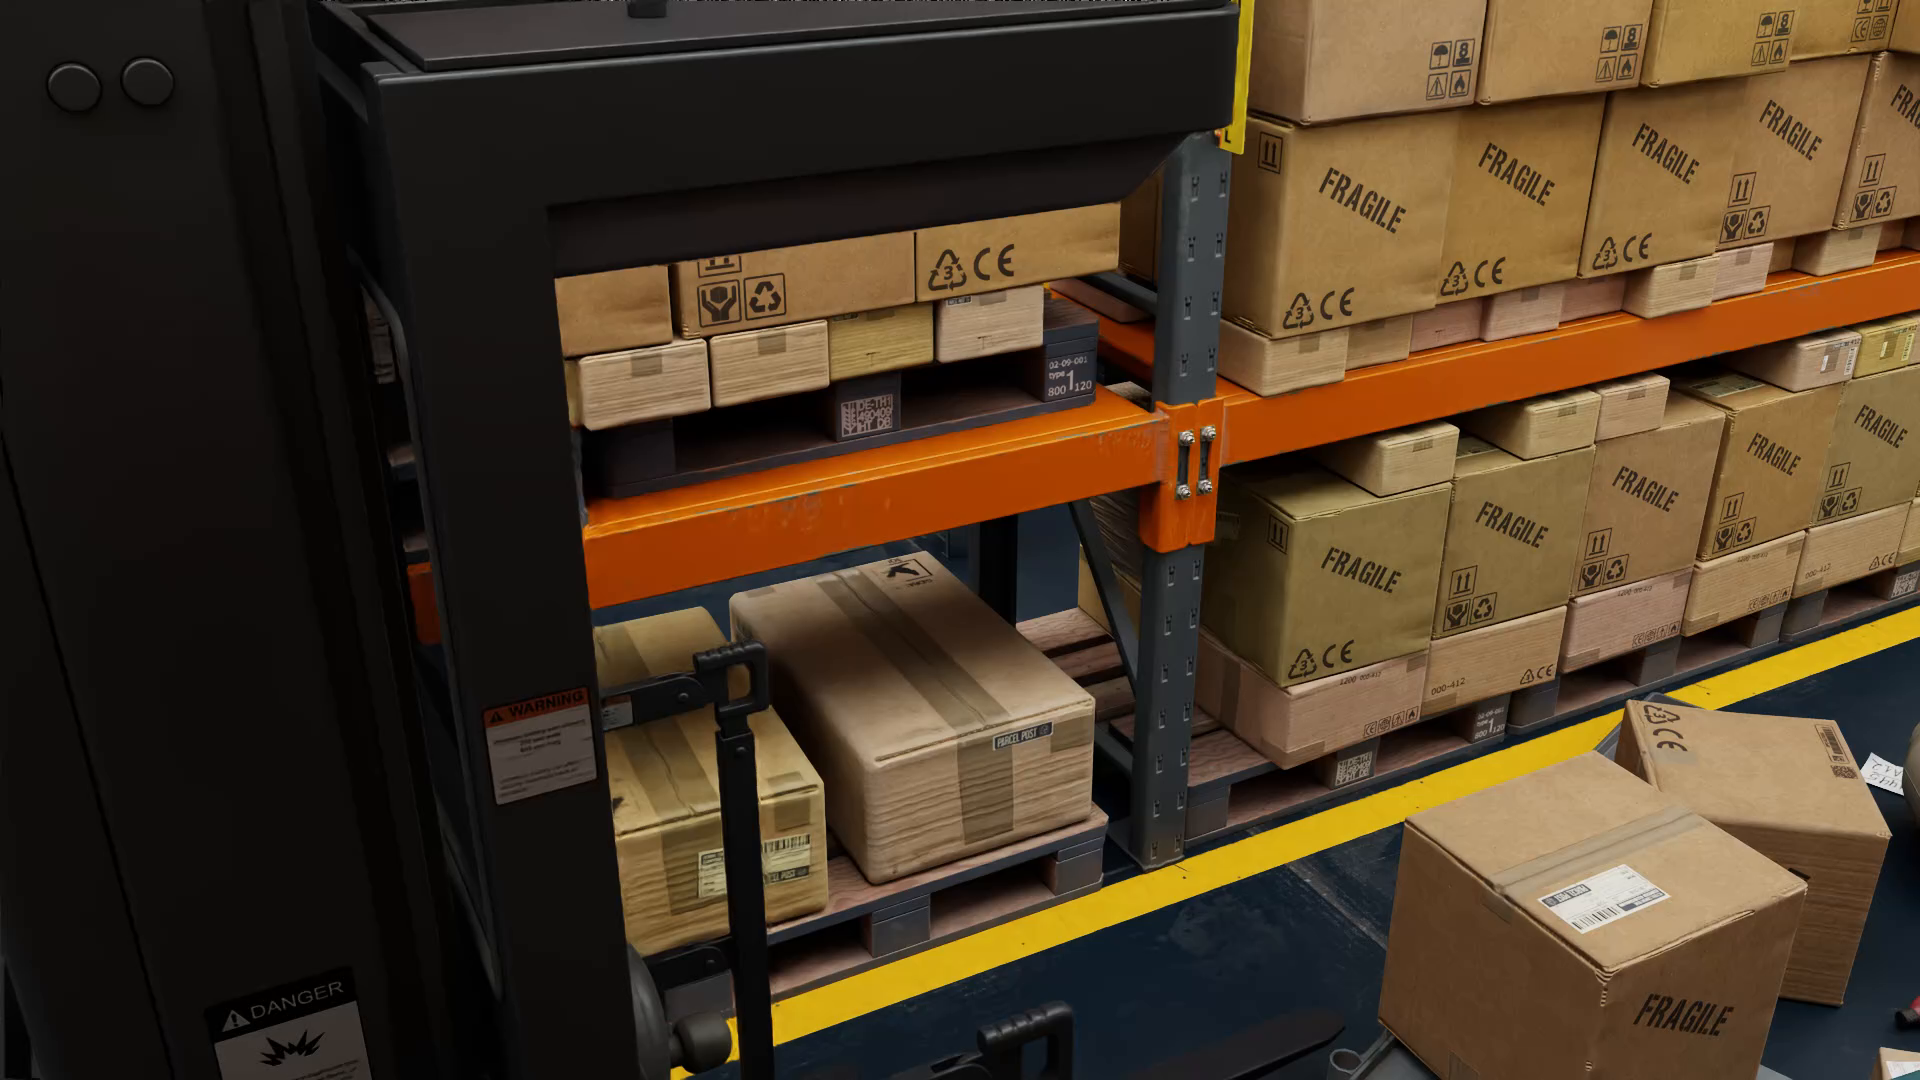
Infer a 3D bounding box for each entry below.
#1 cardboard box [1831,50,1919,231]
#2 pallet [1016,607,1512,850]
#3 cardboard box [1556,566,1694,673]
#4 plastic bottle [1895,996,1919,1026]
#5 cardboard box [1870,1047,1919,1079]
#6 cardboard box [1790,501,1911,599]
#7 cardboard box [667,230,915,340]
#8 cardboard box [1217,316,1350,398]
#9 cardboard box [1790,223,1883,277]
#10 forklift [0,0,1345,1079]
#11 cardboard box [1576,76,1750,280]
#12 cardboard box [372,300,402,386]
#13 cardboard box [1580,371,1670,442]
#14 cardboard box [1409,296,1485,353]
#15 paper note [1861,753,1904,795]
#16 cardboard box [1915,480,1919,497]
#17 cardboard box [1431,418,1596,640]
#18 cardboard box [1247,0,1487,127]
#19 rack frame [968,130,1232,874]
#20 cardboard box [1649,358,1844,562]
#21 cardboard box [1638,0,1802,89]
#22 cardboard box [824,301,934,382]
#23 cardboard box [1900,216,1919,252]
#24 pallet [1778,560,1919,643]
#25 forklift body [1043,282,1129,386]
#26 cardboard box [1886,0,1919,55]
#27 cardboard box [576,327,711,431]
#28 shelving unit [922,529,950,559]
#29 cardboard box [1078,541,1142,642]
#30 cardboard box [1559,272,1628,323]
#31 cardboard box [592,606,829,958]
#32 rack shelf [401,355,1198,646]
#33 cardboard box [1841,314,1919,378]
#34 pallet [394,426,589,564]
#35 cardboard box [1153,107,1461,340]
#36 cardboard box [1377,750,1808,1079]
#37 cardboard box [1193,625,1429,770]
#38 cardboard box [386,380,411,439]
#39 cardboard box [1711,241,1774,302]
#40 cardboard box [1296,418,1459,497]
[{"bbox_3d":[2.603,-1.247,4.923,0.500,0.500,0.500,-13,29,-25],"label":"cardboard box"},{"bbox_3d":[0.886,0.437,5.096,1.213,0.211,1.003,-13,29,-25],"label":"pallet"},{"bbox_3d":[1.890,0.141,5.182,0.500,0.250,0.500,-13,29,-26],"label":"cardboard box"},{"bbox_3d":[2.331,1.108,3.871,0.283,0.061,0.133,-8,27,-16],"label":"plastic bottle"},{"bbox_3d":[2.039,1.216,3.410,0.258,0.266,0.396,10,27,20],"label":"cardboard box"},{"bbox_3d":[2.792,-0.065,5.610,0.500,0.250,0.500,-13,29,-25],"label":"cardboard box"},{"bbox_3d":[-0.427,-0.755,3.413,0.500,0.500,0.500,-13,28,-25],"label":"cardboard box"},{"bbox_3d":[0.739,-0.498,4.113,0.250,0.149,0.380,-13,29,-25],"label":"cardboard box"},{"bbox_3d":[2.514,-0.926,5.004,0.250,0.149,0.380,-13,29,-26],"label":"cardboard box"},{"bbox_3d":[-0.386,0.328,2.181,3.031,2.935,1.130,-13,28,-25],"label":"forklift"},{"bbox_3d":[1.710,-1.041,4.493,0.500,0.500,0.500,-13,29,-26],"label":"cardboard box"},{"bbox_3d":[-1.347,-0.545,2.976,0.500,0.500,0.500,-14,29,-27],"label":"cardboard box"},{"bbox_3d":[1.785,-0.431,4.758,0.250,0.149,0.380,-11,28,-22],"label":"cardboard box"},{"bbox_3d":[1.157,-0.635,4.398,0.250,0.149,0.380,-13,29,-25],"label":"cardboard box"},{"bbox_3d":[2.688,0.676,4.806,0.142,0.019,0.148,21,33,37],"label":"paper note"},{"bbox_3d":[3.255,-0.510,5.671,0.500,0.500,0.500,-13,28,-25],"label":"cardboard box"},{"bbox_3d":[1.424,-0.088,4.794,0.500,0.500,0.500,-12,28,-23],"label":"cardboard box"},{"bbox_3d":[0.800,-1.307,3.891,0.500,0.500,0.700,-13,29,-26],"label":"cardboard box"},{"bbox_3d":[0.310,-0.670,4.180,0.127,3.000,1.000,-13,29,-25],"label":"rack frame"},{"bbox_3d":[2.348,-0.302,5.239,0.500,0.500,0.500,-14,29,-26],"label":"cardboard box"},{"bbox_3d":[1.717,-1.494,4.282,0.500,0.500,0.700,-14,29,-26],"label":"cardboard box"},{"bbox_3d":[-0.255,-0.489,3.607,0.250,0.149,0.380,-14,29,-27],"label":"cardboard box"},{"bbox_3d":[2.990,-1.012,5.181,0.250,0.149,0.380,-12,28,-24],"label":"cardboard box"},{"bbox_3d":[3.039,-0.060,6.131,1.213,0.211,1.003,-13,29,-25],"label":"pallet"},{"bbox_3d":[0.686,-1.914,7.751,1.214,2.155,2.313,-13,29,-25],"label":"forklift body"},{"bbox_3d":[2.640,-1.684,4.677,0.500,0.500,0.700,-13,29,-26],"label":"cardboard box"},{"bbox_3d":[-0.689,-0.369,3.359,0.250,0.149,0.380,-13,28,-25],"label":"cardboard box"},{"bbox_3d":[-0.007,-0.404,6.052,0.210,0.900,0.258,-13,29,-25],"label":"shelving unit"},{"bbox_3d":[0.705,0.157,5.149,0.500,0.250,0.500,-12,28,-23],"label":"cardboard box"},{"bbox_3d":[1.612,-0.739,4.613,0.250,0.149,0.380,-13,29,-25],"label":"cardboard box"},{"bbox_3d":[-0.784,0.581,4.125,0.625,0.372,0.950,-11,28,-22],"label":"cardboard box"},{"bbox_3d":[-1.455,0.062,3.487,4.000,0.370,1.077,-13,29,-25],"label":"rack shelf"},{"bbox_3d":[2.740,-0.652,5.217,0.250,0.149,0.380,-12,28,-24],"label":"cardboard box"},{"bbox_3d":[-1.492,-0.188,3.397,1.213,0.211,1.003,-13,29,-25],"label":"pallet"},{"bbox_3d":[0.829,-0.832,4.059,0.500,0.500,0.500,-13,29,-25],"label":"cardboard box"},{"bbox_3d":[1.174,0.789,3.154,0.500,0.500,0.500,-13,29,-25],"label":"cardboard box"},{"bbox_3d":[0.958,0.363,4.719,0.500,0.250,0.500,-14,29,-27],"label":"cardboard box"},{"bbox_3d":[-1.202,-0.319,3.254,0.250,0.149,0.380,-14,29,-27],"label":"cardboard box"},{"bbox_3d":[2.081,-0.817,4.777,0.250,0.149,0.380,-13,29,-25],"label":"cardboard box"},{"bbox_3d":[1.096,-0.270,4.422,0.250,0.149,0.380,-13,28,-24],"label":"cardboard box"}]
